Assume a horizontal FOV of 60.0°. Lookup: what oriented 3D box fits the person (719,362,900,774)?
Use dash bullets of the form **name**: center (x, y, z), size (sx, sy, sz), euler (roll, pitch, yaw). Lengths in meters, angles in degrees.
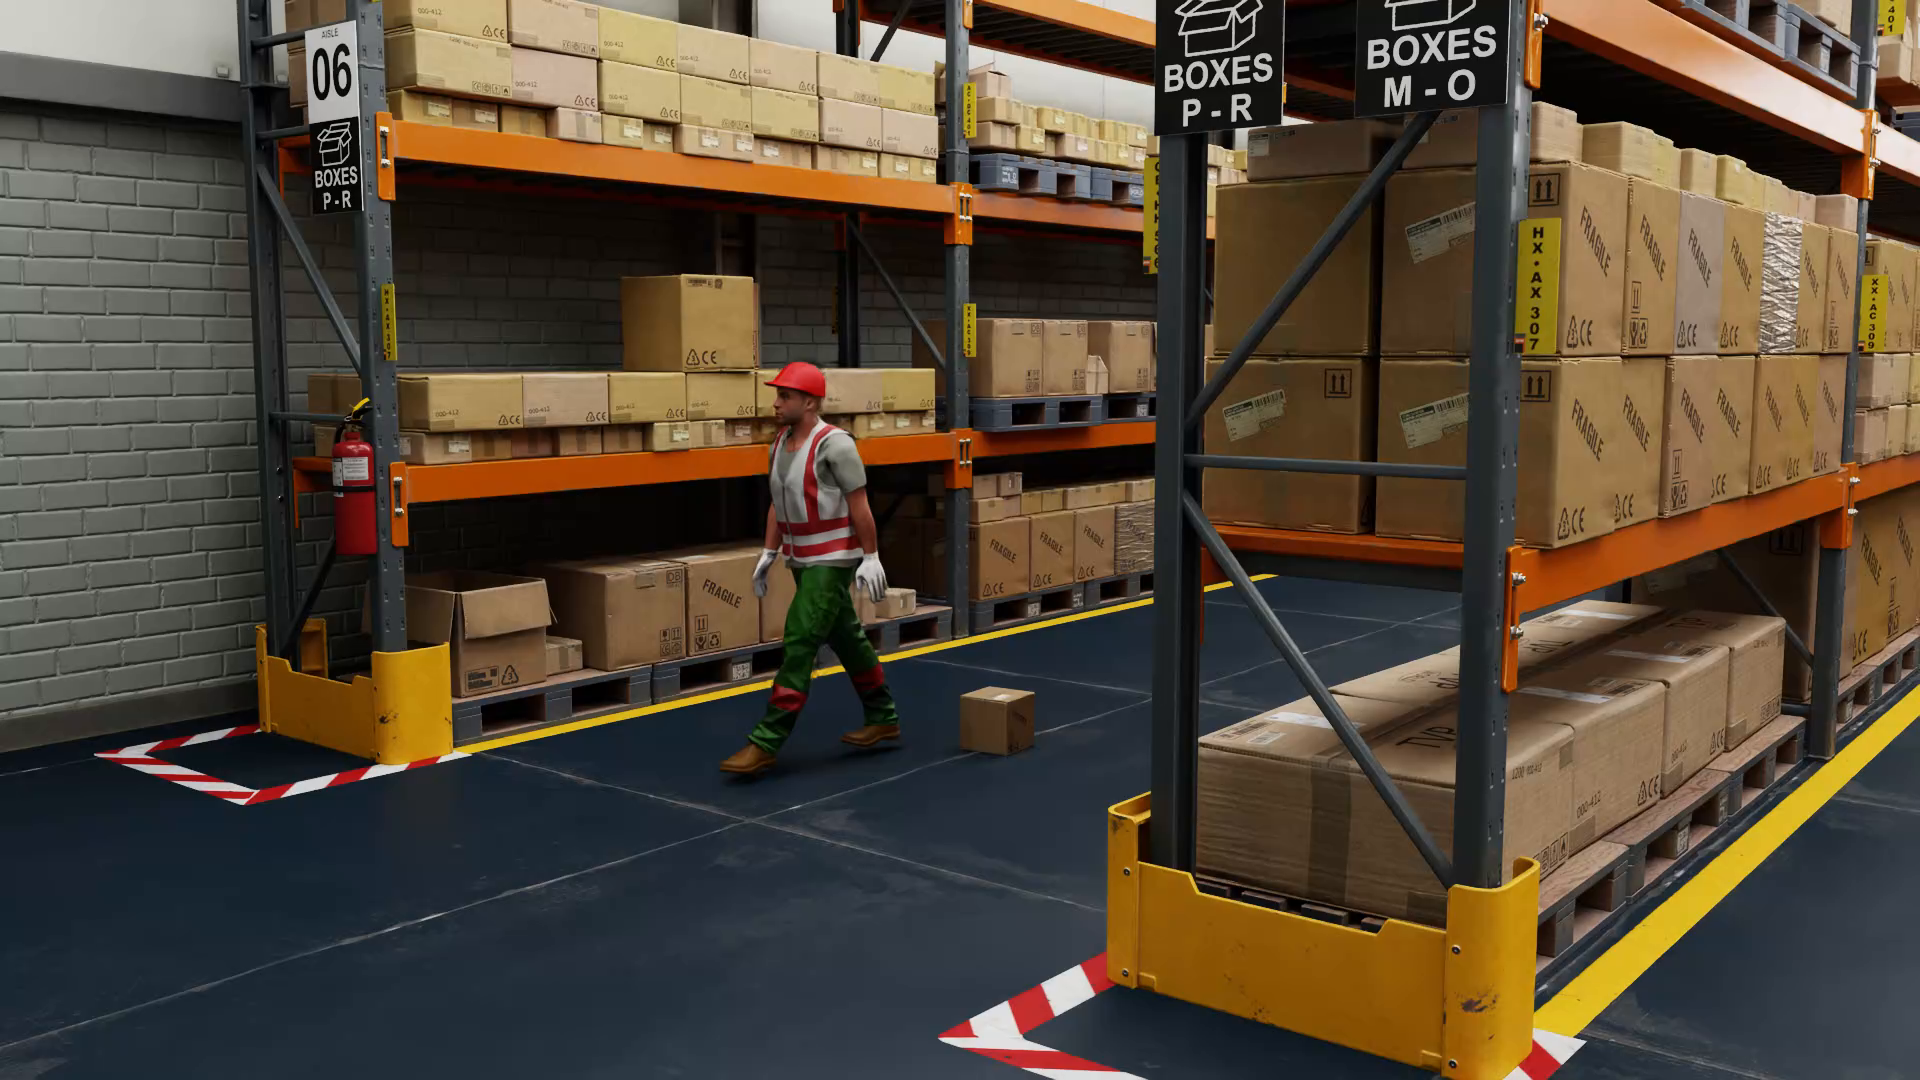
- **person**: center (-0.682, 0.088, 7.256), size (0.981, 1.724, 0.571), euler (-4, 8, -34)
